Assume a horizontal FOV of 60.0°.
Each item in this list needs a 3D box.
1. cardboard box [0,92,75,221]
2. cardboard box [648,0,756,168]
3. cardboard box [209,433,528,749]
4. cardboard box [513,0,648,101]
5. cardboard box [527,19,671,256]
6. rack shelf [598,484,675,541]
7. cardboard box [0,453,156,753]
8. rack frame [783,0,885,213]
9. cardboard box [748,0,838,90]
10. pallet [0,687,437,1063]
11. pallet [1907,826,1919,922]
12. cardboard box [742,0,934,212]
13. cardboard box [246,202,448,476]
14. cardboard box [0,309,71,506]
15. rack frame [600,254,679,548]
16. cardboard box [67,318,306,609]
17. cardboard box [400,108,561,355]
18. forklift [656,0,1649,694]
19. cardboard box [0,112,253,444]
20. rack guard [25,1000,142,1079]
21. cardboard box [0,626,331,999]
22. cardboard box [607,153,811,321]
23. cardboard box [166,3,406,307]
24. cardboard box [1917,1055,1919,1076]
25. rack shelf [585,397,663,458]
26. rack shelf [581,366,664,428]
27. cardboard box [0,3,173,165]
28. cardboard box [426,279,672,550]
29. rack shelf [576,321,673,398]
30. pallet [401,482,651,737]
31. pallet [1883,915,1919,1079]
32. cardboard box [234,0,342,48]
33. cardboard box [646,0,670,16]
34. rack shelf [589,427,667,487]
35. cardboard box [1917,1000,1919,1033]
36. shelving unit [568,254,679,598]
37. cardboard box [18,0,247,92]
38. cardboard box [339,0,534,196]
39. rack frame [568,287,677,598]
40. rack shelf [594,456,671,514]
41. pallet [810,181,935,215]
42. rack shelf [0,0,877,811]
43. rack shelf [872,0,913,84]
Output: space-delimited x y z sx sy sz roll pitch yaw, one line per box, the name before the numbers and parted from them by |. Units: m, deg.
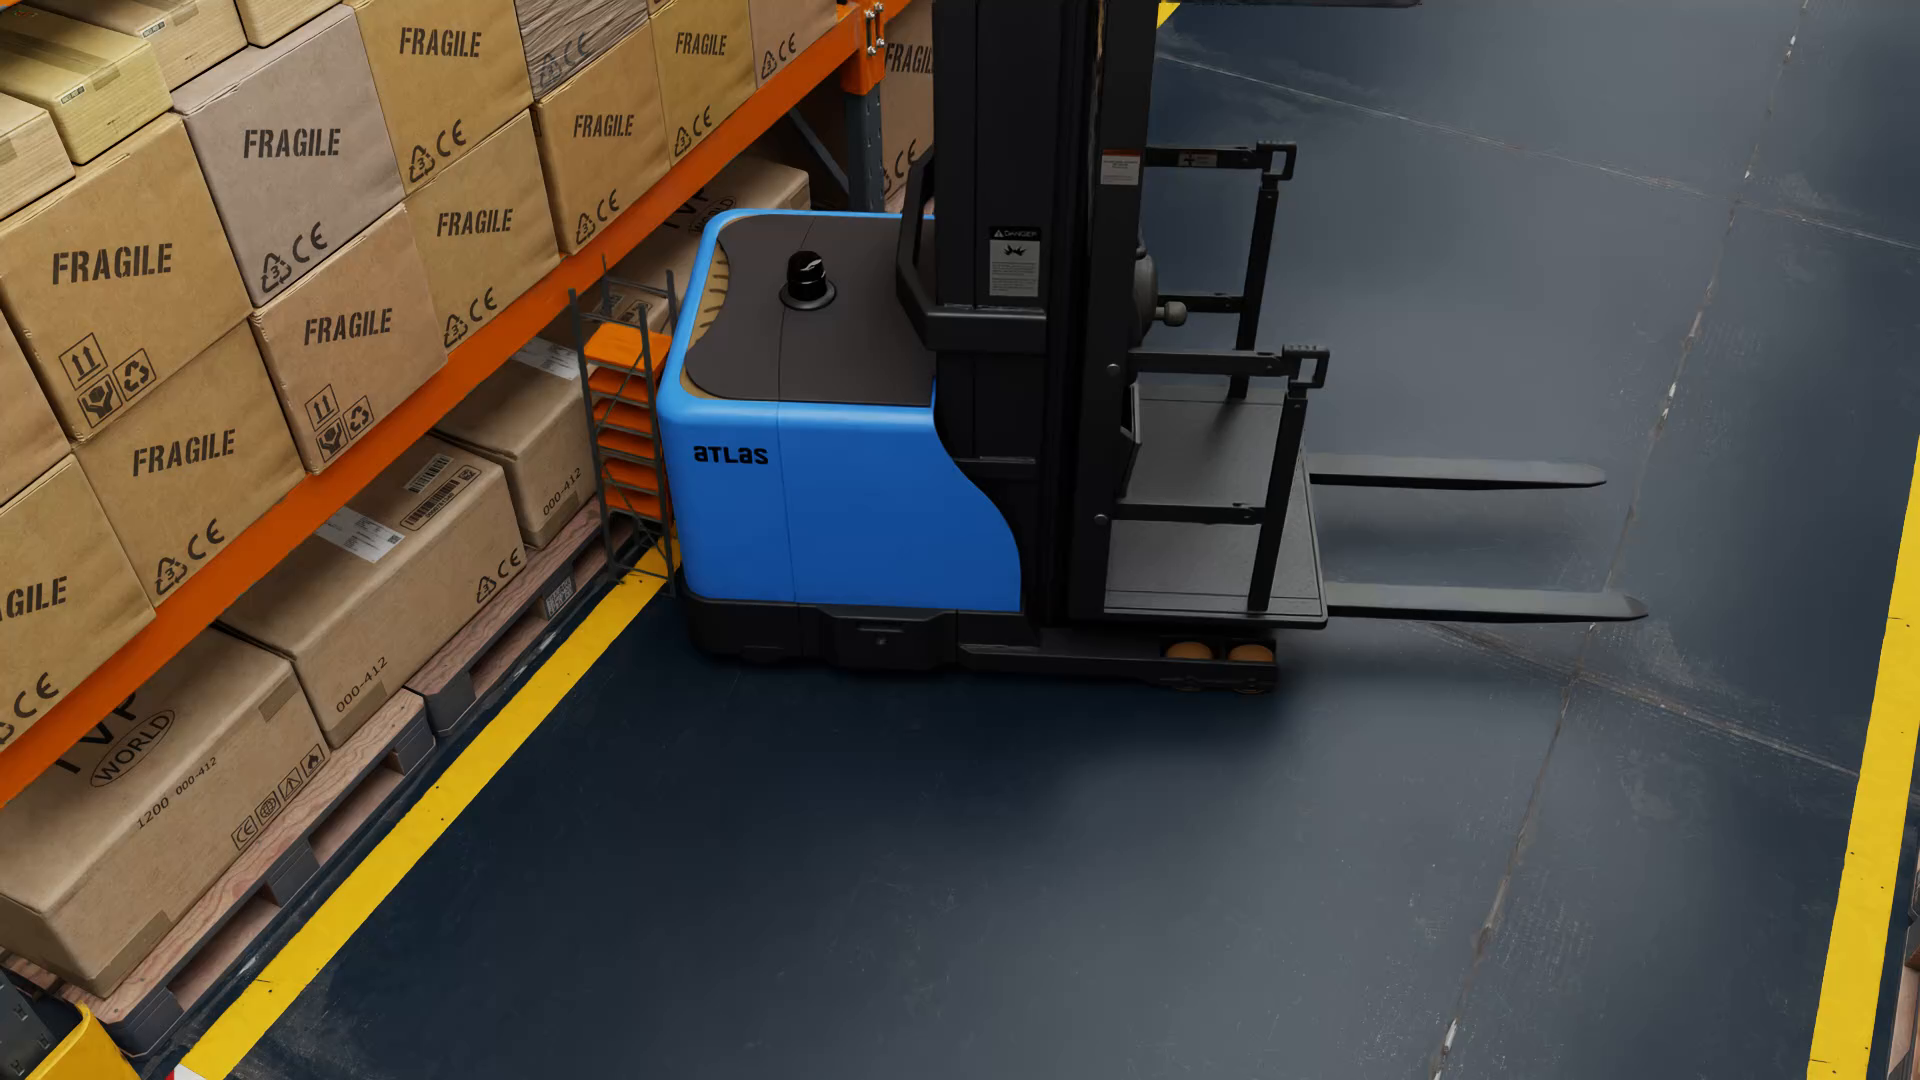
cardboard box | -1.928 -0.743 3.146 0.380 0.149 0.250 22 49 20
cardboard box | -0.984 -1.534 5.087 0.500 0.500 0.500 19 48 18
cardboard box | -1.983 0.043 5.104 0.875 0.438 0.875 22 49 20
cardboard box | -1.207 -1.559 4.408 0.500 0.500 0.500 21 49 20
cardboard box | -1.205 -1.213 4.769 0.500 0.500 0.500 20 49 18
rack shelf | -1.019 -0.121 5.418 0.258 0.103 0.180 15 45 11
cardboard box | -2.141 0.076 3.496 0.500 0.500 0.500 20 49 19
rack frame | -0.762 -2.201 5.817 1.000 3.000 0.127 20 49 19
cardboard box | -0.750 -1.860 5.409 0.500 0.500 0.500 21 49 19
pallet | -2.317 0.769 4.842 1.003 0.211 1.213 20 49 19
pallet | 3.389 0.784 4.827 1.003 0.211 1.213 20 49 19
cardboard box | -0.545 -2.019 6.835 0.875 0.875 0.875 22 49 20
cardboard box | -1.679 -0.567 4.131 0.500 0.500 0.500 20 49 19
cardboard box | -2.143 -0.277 3.141 0.500 0.500 0.500 19 48 18
rack frame | -0.978 -0.384 5.282 0.240 1.200 0.006 15 45 11
cardboard box | -1.931 -0.252 3.820 0.500 0.500 0.500 20 49 19
cardboard box | -1.461 -0.888 4.448 0.500 0.500 0.500 22 49 20
forklift | 0.665 -0.936 4.614 3.031 2.935 1.130 2 45 2
cardboard box | -1.910 -0.604 3.465 0.500 0.500 0.500 19 48 18
rack guard | -2.630 1.212 4.200 1.175 0.500 0.348 20 49 19
cardboard box | -2.401 0.623 4.532 0.875 0.438 0.875 19 48 18
cardboard box | -1.148 -1.088 6.223 0.875 0.438 0.875 20 49 19
cardboard box | -1.678 -0.931 3.788 0.500 0.500 0.500 20 49 19
cardboard box | 2.512 1.216 3.939 0.380 0.149 0.250 21 49 19
rack shelf | -1.003 -0.378 5.166 0.258 0.103 0.180 15 45 11
rack shelf | -0.997 -0.464 5.082 0.258 0.103 0.180 15 45 11
cardboard box | -1.821 -0.915 3.316 0.380 0.149 0.250 19 48 18
cardboard box | -1.563 -0.524 5.665 0.875 0.438 0.875 19 48 18
rack shelf | -0.992 -0.549 4.998 0.258 0.103 0.180 15 45 11
pallet | -1.749 0.003 5.598 1.003 0.211 1.213 20 49 19
pallet | 2.824 1.556 4.064 1.003 0.211 1.213 20 49 19
cardboard box | -1.593 -1.241 3.638 0.380 0.149 0.250 21 49 19
cardboard box | -0.979 -1.883 4.728 0.500 0.500 0.500 20 49 18
rack shelf | -1.008 -0.293 5.250 0.258 0.103 0.180 15 45 11
cardboard box | 2.650 1.178 4.186 0.380 0.149 0.250 19 48 18
shelving unit | -1.006 -0.324 5.219 0.258 1.200 0.189 15 45 11
cardboard box | -1.746 -1.098 3.496 0.380 0.149 0.250 21 49 19
cardboard box | -1.447 -1.246 4.099 0.500 0.500 0.500 21 49 19
rack frame | -1.034 -0.264 5.156 0.240 1.200 0.006 15 45 11
rack shelf | -1.013 -0.207 5.334 0.258 0.103 0.180 15 45 11
pallet | -0.470 -1.732 7.314 1.003 0.211 1.213 20 49 19
rack shelf | -1.690 -0.689 4.827 1.077 0.370 4.000 20 49 19
rack shelf | 0.167 -3.209 7.318 1.077 0.370 4.000 20 49 19
